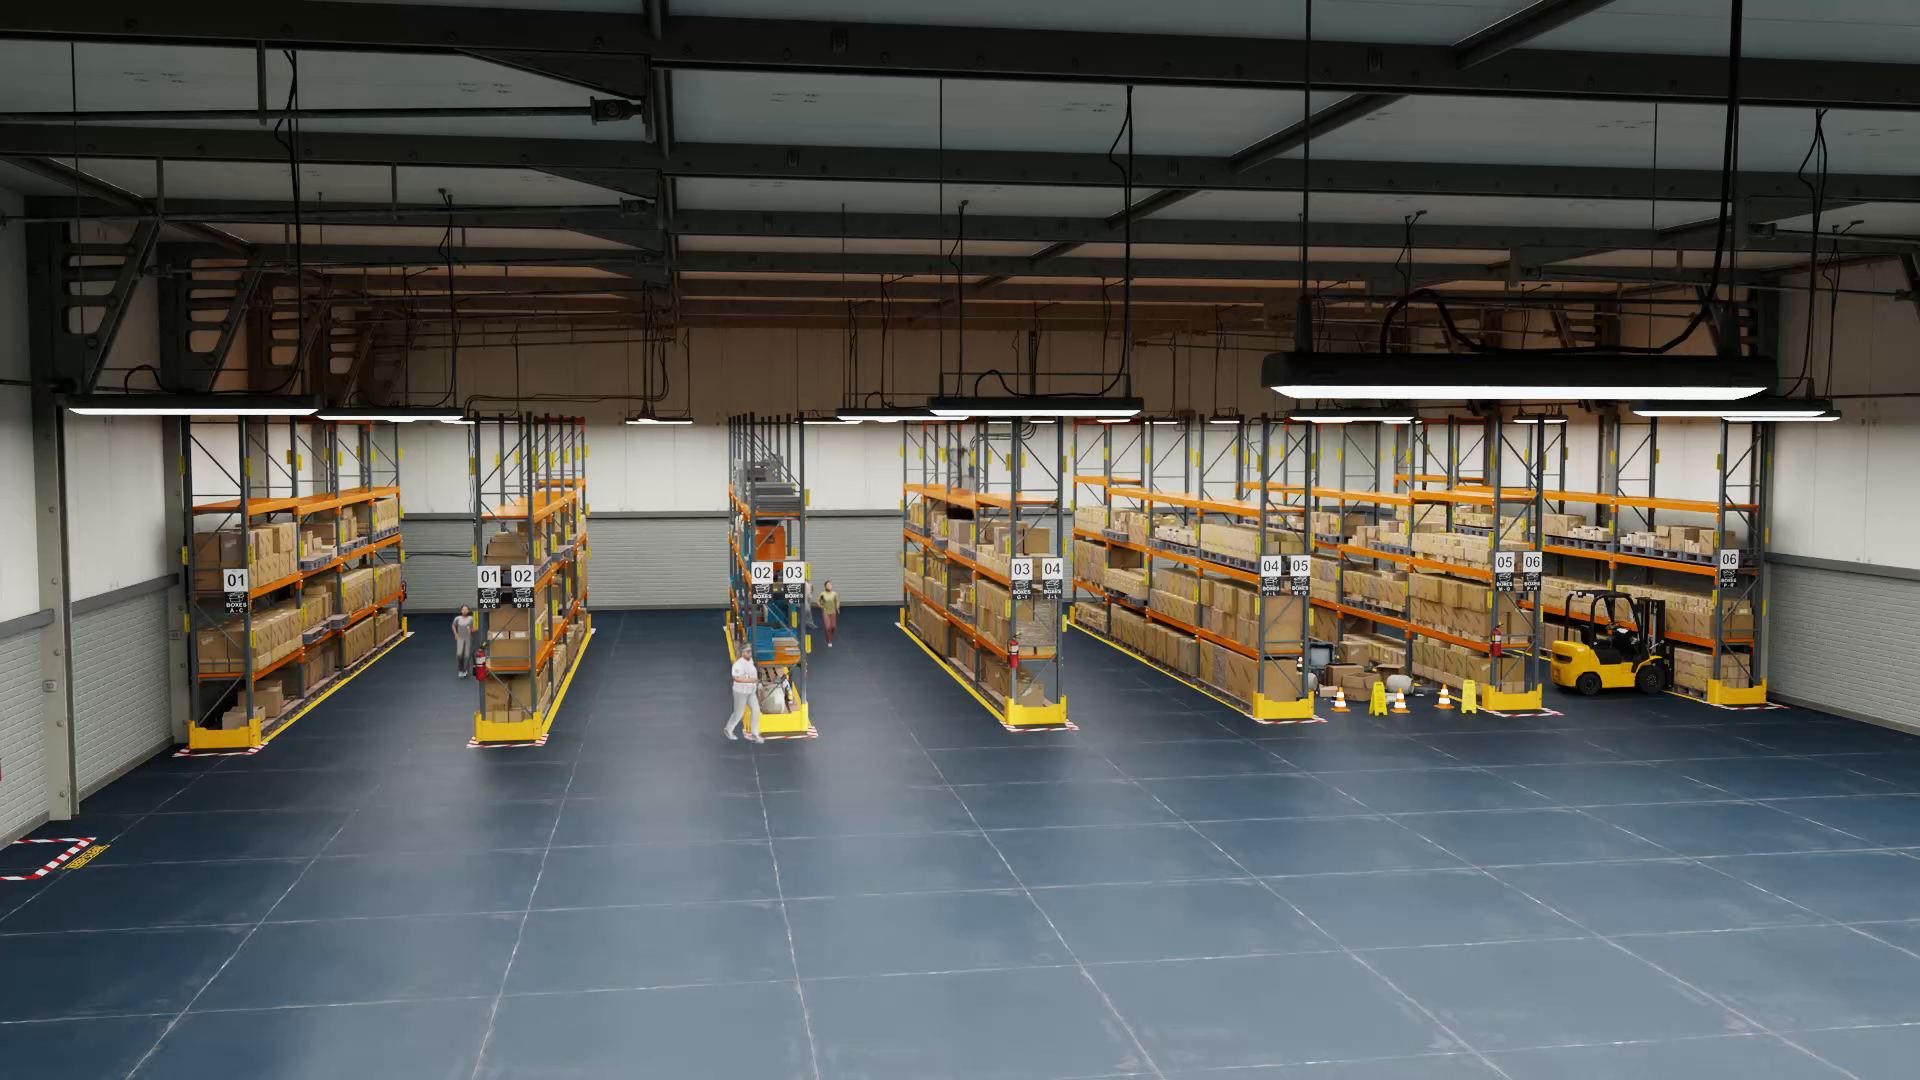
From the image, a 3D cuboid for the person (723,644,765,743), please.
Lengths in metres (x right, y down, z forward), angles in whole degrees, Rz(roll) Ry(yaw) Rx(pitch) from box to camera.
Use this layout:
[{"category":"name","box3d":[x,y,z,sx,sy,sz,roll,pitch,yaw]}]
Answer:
[{"category":"person","box3d":[-3.928,2.792,30.212,0.800,1.850,0.677,2,5,32]}]

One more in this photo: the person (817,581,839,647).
[{"category":"person","box3d":[-3.253,1.828,41.241,0.582,1.624,0.529,-1,4,-15]}]

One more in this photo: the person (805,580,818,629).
[{"category":"person","box3d":[-4.425,1.679,47.386,0.656,1.662,0.827,-3,5,-42]}]

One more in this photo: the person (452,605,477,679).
[{"category":"person","box3d":[-11.313,2.315,37.966,0.540,1.684,0.697,-1,4,-17]}]
